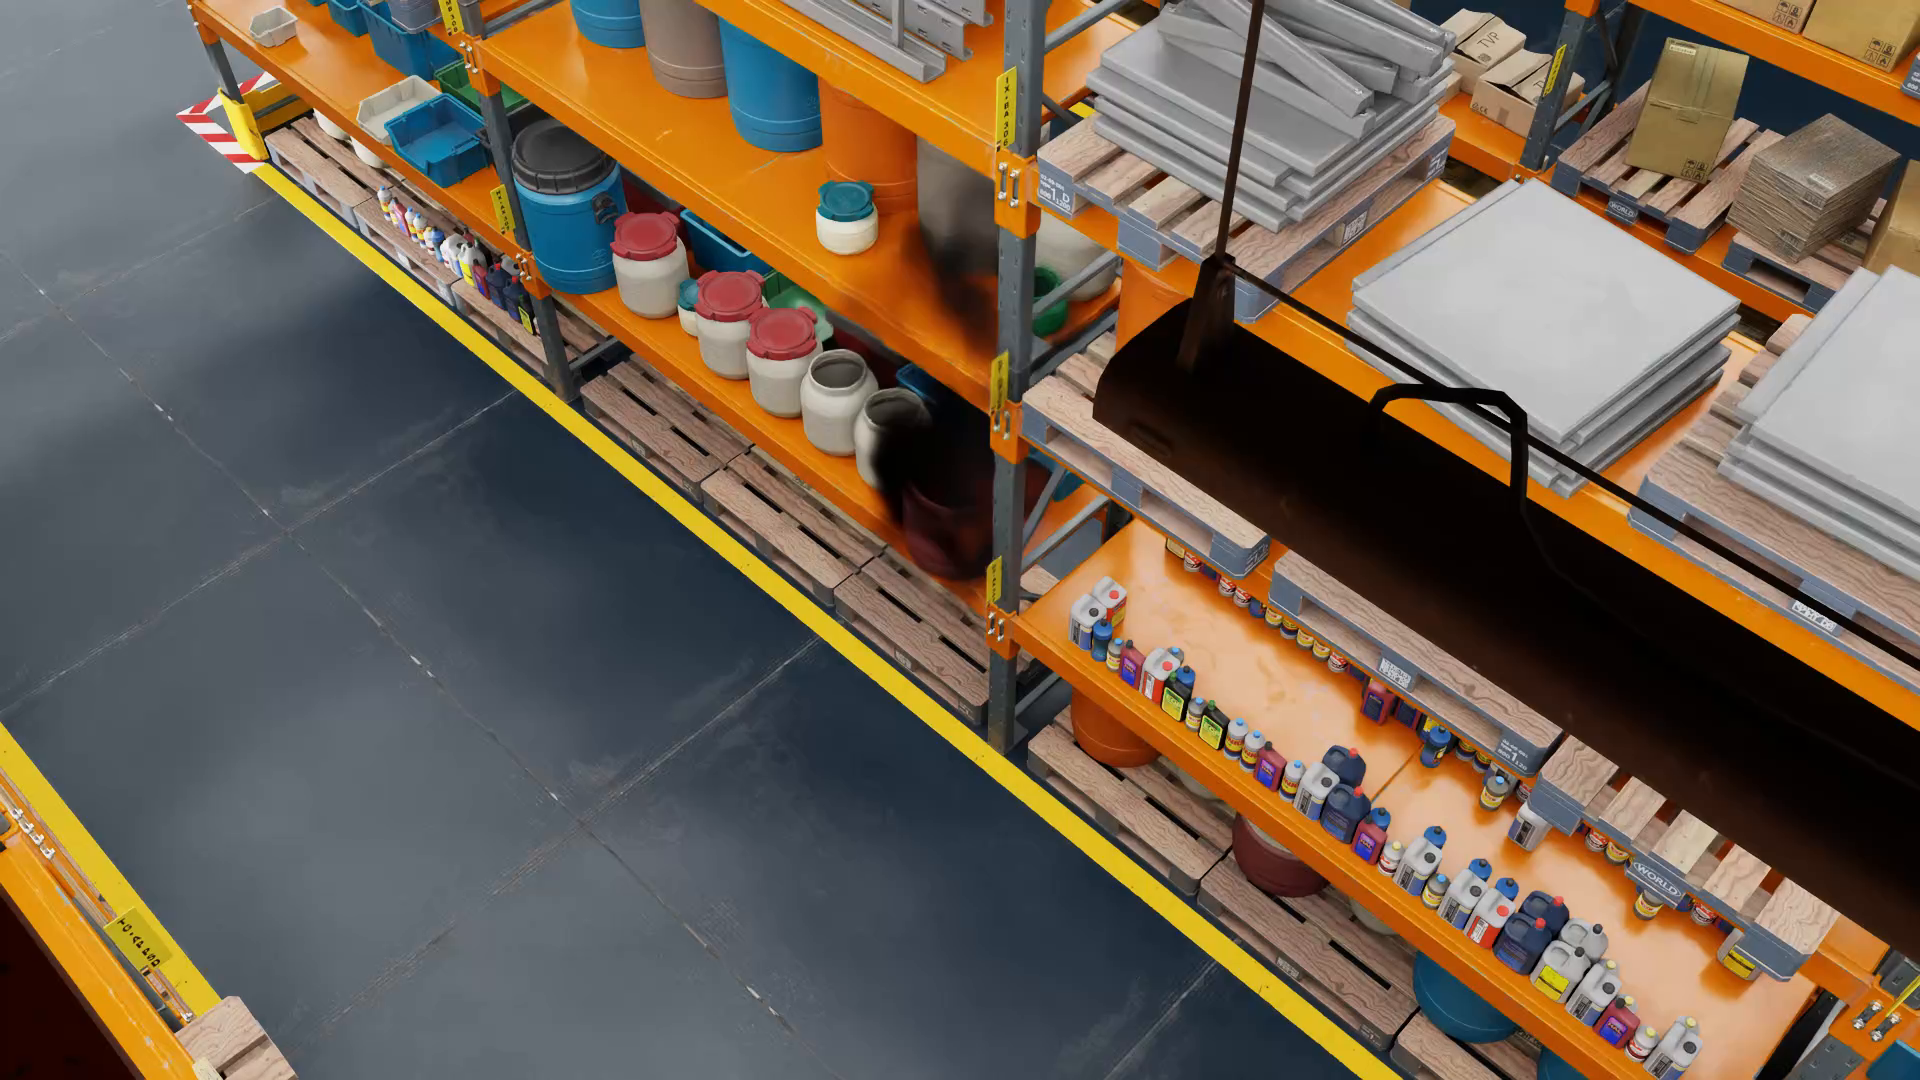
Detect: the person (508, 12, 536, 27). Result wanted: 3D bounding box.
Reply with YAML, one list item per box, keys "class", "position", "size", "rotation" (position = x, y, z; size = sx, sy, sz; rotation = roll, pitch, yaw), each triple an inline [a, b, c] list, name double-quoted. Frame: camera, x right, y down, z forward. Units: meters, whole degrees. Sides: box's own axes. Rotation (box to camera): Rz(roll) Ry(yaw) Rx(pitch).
- class: "person"
  position: [-3.615, -4.422, 13.049]
  size: [0.544, 1.613, 0.613]
  rotation: [26, 55, 20]
